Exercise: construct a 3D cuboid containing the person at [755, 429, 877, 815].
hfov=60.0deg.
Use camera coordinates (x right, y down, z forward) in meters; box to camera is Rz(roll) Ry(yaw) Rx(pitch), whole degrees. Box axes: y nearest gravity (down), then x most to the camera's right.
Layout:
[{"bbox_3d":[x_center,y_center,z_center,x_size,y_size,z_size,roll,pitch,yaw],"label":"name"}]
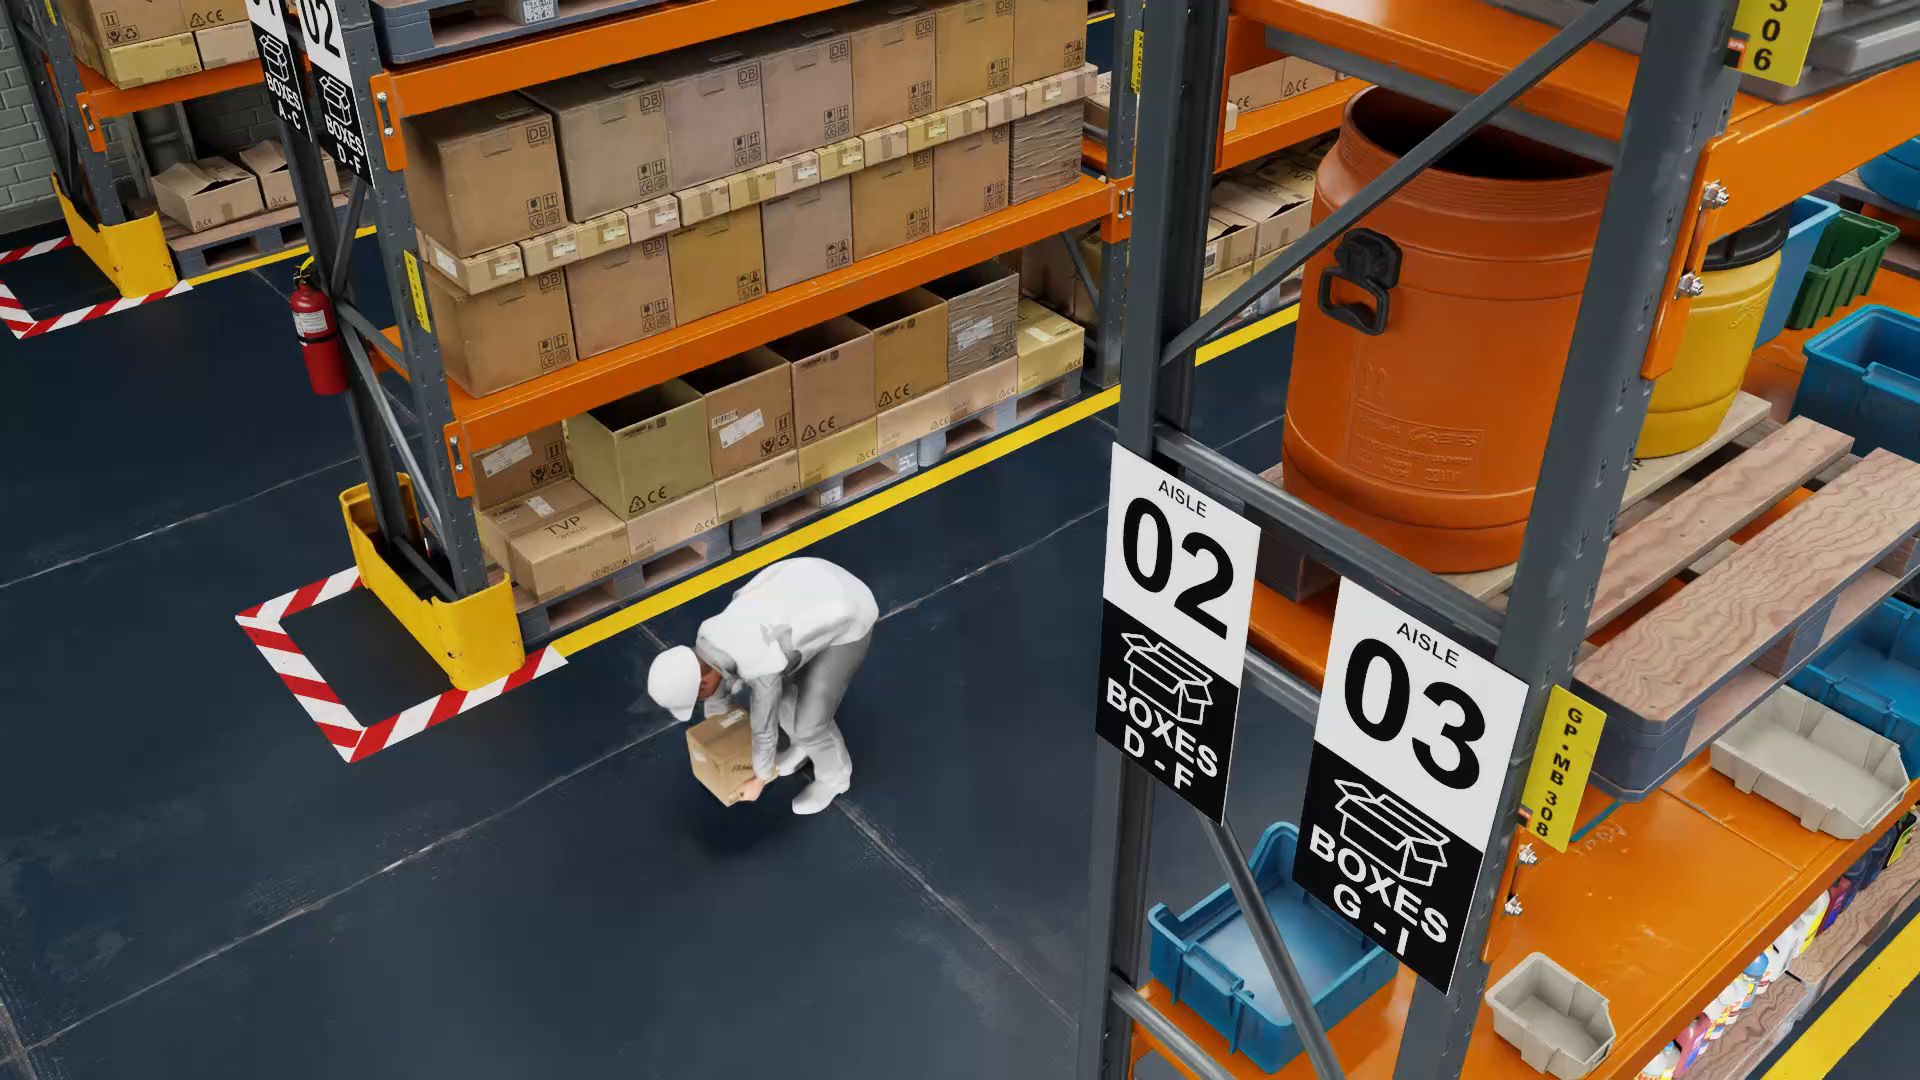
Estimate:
[{"bbox_3d":[-0.580,0.300,6.639,0.476,1.770,0.584,-29,45,-34],"label":"person"}]
